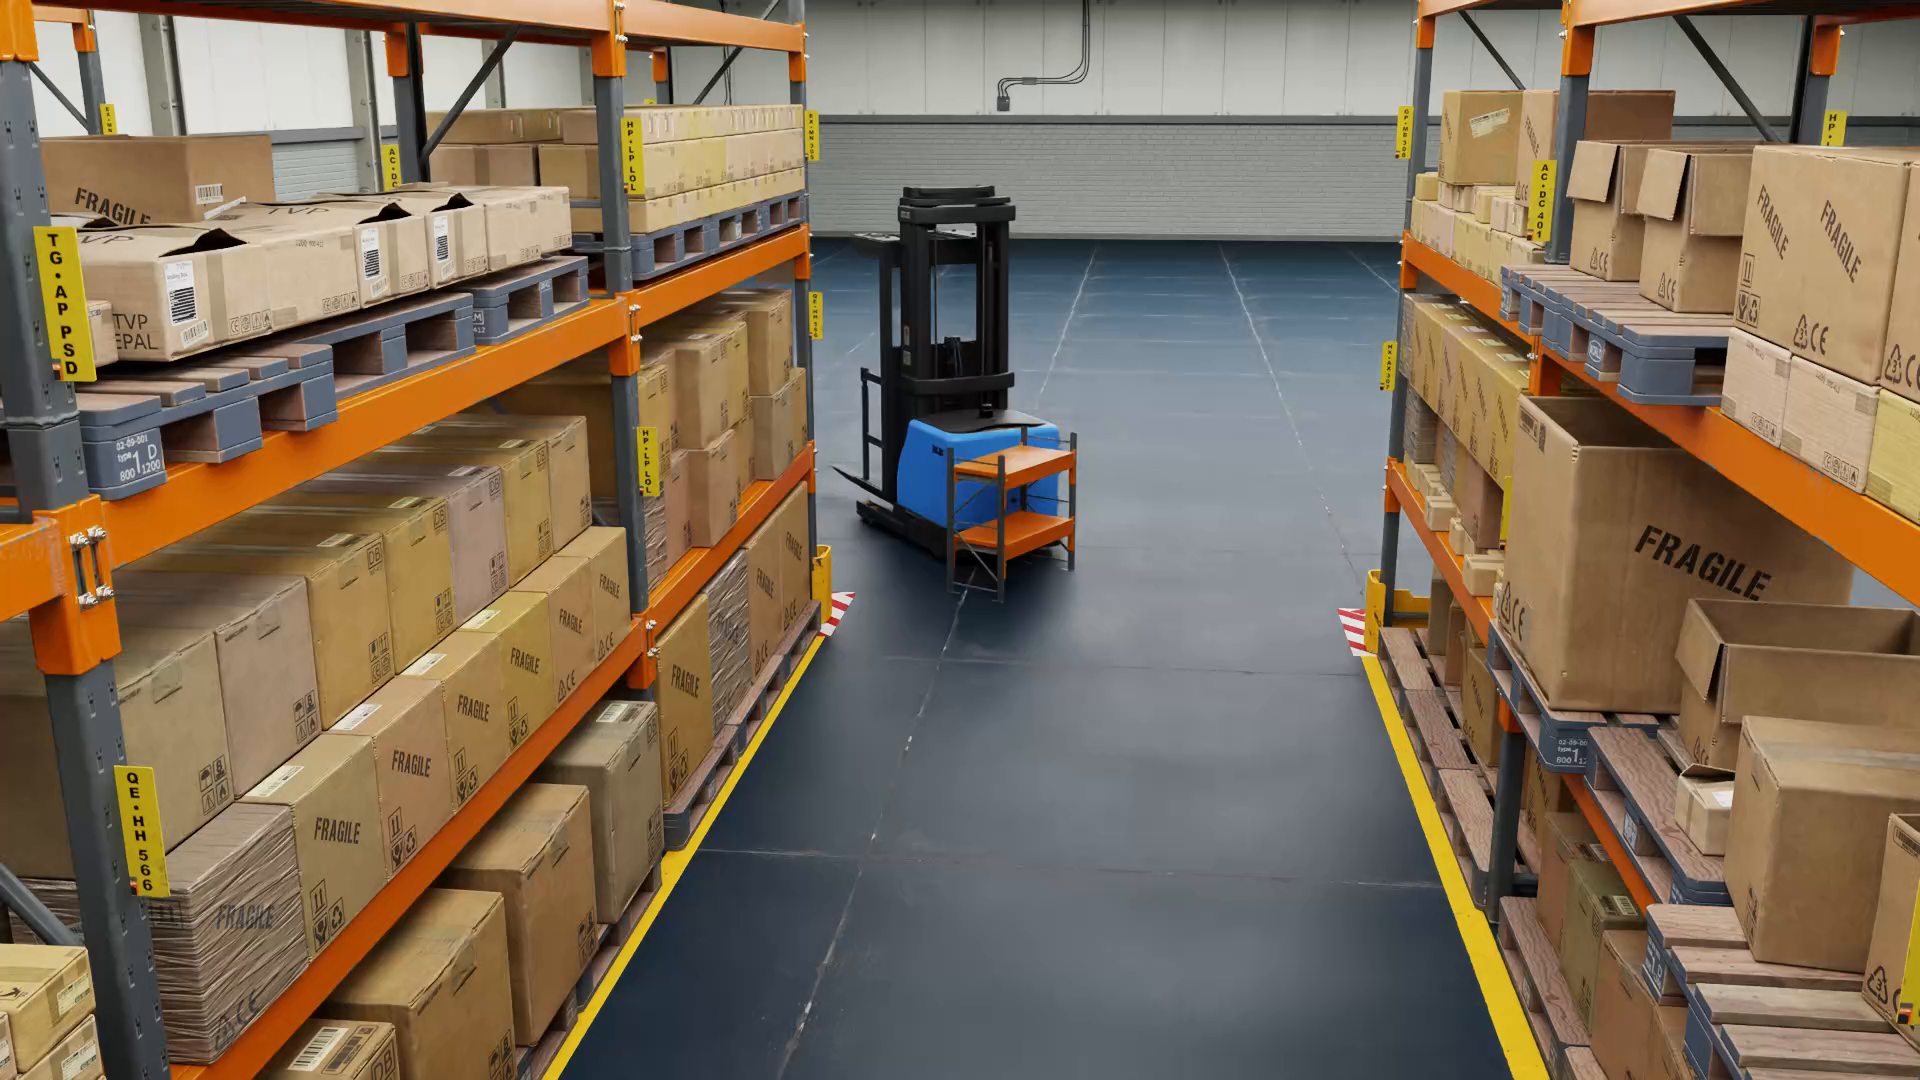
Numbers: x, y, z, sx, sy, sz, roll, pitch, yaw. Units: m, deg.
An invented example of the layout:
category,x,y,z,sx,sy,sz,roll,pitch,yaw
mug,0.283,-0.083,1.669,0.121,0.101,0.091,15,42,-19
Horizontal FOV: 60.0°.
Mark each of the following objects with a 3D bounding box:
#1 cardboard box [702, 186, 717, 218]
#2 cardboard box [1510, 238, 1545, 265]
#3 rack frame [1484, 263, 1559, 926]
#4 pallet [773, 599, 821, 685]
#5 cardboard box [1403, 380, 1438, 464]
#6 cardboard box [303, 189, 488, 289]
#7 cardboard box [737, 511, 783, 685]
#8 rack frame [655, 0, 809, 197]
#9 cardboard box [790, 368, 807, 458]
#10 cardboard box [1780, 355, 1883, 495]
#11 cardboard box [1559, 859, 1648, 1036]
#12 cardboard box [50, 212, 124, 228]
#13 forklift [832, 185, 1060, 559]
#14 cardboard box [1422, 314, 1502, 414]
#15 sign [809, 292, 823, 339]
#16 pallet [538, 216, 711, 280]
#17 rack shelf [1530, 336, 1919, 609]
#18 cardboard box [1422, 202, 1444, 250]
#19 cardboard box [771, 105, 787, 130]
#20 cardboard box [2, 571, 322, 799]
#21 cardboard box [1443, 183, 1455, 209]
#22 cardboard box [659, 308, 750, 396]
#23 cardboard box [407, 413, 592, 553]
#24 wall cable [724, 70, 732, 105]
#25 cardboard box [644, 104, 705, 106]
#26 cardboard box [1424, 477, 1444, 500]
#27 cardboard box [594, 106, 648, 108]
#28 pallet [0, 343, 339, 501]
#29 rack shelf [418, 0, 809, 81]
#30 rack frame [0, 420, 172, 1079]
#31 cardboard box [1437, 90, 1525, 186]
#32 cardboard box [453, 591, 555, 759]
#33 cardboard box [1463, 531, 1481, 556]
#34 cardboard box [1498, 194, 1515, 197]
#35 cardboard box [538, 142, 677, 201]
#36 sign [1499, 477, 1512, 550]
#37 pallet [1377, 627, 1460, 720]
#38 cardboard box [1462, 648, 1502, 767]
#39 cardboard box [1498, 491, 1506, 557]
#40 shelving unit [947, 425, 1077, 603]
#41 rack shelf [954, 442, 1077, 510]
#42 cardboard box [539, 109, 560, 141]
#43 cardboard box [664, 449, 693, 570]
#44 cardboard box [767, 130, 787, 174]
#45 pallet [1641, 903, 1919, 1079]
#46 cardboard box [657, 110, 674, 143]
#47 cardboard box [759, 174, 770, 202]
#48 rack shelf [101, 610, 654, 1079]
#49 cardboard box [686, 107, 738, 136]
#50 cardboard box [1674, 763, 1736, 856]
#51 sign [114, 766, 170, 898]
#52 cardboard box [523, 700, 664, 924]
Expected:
category,x,y,z,sx,sy,sz,roll,pitch,yaw
cardboard box,-1.493,-1.780,8.737,0.380,0.149,0.250,1,15,5
cardboard box,2.724,-1.183,7.332,0.500,0.250,0.500,2,15,8
rack frame,2.932,0.318,7.238,1.000,3.000,0.127,2,15,6
pallet,-1.546,0.664,11.301,1.003,0.211,1.213,2,15,6
cardboard box,3.294,-0.769,10.499,0.875,0.500,0.500,2,15,6
cardboard box,-1.964,-1.049,5.723,0.500,0.311,0.500,1,15,4
cardboard box,-1.641,0.338,10.433,0.875,0.875,0.875,1,15,5
rack frame,-1.533,-3.787,10.929,1.000,3.000,0.127,2,15,6
cardboard box,-1.530,-0.866,11.332,0.875,0.550,0.550,2,15,6
cardboard box,2.334,-0.279,3.990,0.500,0.250,0.500,2,15,6
cardboard box,2.769,1.594,6.465,0.700,0.500,0.500,2,15,6
cardboard box,-2.616,-0.752,4.626,0.500,0.311,0.500,2,15,6
forklift,-0.271,-1.599,14.462,1.130,2.935,3.031,-7,17,-25
cardboard box,2.932,-1.000,9.436,0.500,0.500,0.500,2,15,6
sign,-0.996,-1.545,11.458,0.100,0.325,0.005,2,15,6
pallet,-1.882,-1.471,8.279,1.003,0.211,1.213,2,15,6
rack shelf,2.707,-0.264,5.022,1.077,0.370,4.000,2,15,6
cardboard box,3.020,-1.843,9.774,0.500,0.250,0.500,1,15,5
cardboard box,-1.293,-2.626,10.336,0.380,0.149,0.250,2,15,7
cardboard box,-2.320,0.405,4.810,0.700,0.500,0.500,1,15,5
cardboard box,2.958,-1.958,9.432,0.380,0.149,0.250,2,15,6
cardboard box,-1.782,-1.103,10.140,0.875,0.550,0.550,2,15,6
cardboard box,-2.035,-0.256,7.255,0.700,0.500,0.500,1,15,5
wall cable,-7.338,-10.905,43.201,3.097,2.526,0.112,2,15,6
cardboard box,-1.887,-2.777,10.896,0.380,0.149,0.250,2,15,7
cardboard box,2.981,-0.272,9.904,0.380,0.149,0.250,2,15,6
cardboard box,-2.032,-2.447,9.677,0.380,0.149,0.250,2,15,6
pallet,-2.416,-0.342,4.295,1.213,0.211,1.003,2,15,9
rack shelf,-1.759,-2.728,9.157,1.077,0.370,4.000,2,15,6
rack frame,-2.436,1.183,4.039,1.000,3.000,0.127,2,15,6
cardboard box,2.948,-2.223,9.172,0.500,0.500,0.500,2,15,6
cardboard box,-1.892,0.503,6.364,0.500,0.500,0.500,2,15,7
cardboard box,2.855,0.052,8.703,0.380,0.149,0.250,2,15,6
cardboard box,2.853,-1.614,8.161,0.380,0.149,0.250,2,15,8
cardboard box,-1.651,-1.743,7.835,0.500,0.250,0.500,2,15,7
sign,2.392,-0.114,7.177,0.100,0.325,0.005,2,15,6
pallet,3.248,0.856,10.591,1.003,0.211,1.213,2,15,6
cardboard box,3.066,0.908,9.043,0.500,0.500,0.500,0,15,1
cardboard box,3.136,-0.117,8.087,0.875,0.500,0.500,2,15,6
shelving unit,0.407,-0.219,12.817,0.538,1.125,1.048,10,18,34
rack shelf,0.407,-0.502,12.741,0.538,0.278,1.000,10,18,34
cardboard box,-2.202,-2.052,8.214,0.380,0.149,0.250,2,15,6
cardboard box,-1.915,-0.166,8.741,0.875,0.550,0.550,2,15,6
cardboard box,-1.368,-2.397,10.254,0.500,0.250,0.500,2,15,6
pallet,2.456,1.260,4.122,1.213,0.211,1.003,2,15,6
cardboard box,-1.578,-1.967,7.902,0.380,0.149,0.250,2,15,6
cardboard box,-1.349,-2.109,9.953,0.380,0.149,0.250,1,15,5
rack shelf,-2.210,1.012,6.051,1.077,0.370,4.000,2,15,6
cardboard box,-1.434,-2.296,9.116,0.380,0.149,0.250,2,15,6
cardboard box,2.401,0.777,4.993,0.396,0.266,0.258,1,15,5
sign,-1.896,0.676,3.848,0.100,0.325,0.005,2,15,6
cardboard box,-1.965,1.193,7.509,1.050,0.750,0.750,2,15,6
